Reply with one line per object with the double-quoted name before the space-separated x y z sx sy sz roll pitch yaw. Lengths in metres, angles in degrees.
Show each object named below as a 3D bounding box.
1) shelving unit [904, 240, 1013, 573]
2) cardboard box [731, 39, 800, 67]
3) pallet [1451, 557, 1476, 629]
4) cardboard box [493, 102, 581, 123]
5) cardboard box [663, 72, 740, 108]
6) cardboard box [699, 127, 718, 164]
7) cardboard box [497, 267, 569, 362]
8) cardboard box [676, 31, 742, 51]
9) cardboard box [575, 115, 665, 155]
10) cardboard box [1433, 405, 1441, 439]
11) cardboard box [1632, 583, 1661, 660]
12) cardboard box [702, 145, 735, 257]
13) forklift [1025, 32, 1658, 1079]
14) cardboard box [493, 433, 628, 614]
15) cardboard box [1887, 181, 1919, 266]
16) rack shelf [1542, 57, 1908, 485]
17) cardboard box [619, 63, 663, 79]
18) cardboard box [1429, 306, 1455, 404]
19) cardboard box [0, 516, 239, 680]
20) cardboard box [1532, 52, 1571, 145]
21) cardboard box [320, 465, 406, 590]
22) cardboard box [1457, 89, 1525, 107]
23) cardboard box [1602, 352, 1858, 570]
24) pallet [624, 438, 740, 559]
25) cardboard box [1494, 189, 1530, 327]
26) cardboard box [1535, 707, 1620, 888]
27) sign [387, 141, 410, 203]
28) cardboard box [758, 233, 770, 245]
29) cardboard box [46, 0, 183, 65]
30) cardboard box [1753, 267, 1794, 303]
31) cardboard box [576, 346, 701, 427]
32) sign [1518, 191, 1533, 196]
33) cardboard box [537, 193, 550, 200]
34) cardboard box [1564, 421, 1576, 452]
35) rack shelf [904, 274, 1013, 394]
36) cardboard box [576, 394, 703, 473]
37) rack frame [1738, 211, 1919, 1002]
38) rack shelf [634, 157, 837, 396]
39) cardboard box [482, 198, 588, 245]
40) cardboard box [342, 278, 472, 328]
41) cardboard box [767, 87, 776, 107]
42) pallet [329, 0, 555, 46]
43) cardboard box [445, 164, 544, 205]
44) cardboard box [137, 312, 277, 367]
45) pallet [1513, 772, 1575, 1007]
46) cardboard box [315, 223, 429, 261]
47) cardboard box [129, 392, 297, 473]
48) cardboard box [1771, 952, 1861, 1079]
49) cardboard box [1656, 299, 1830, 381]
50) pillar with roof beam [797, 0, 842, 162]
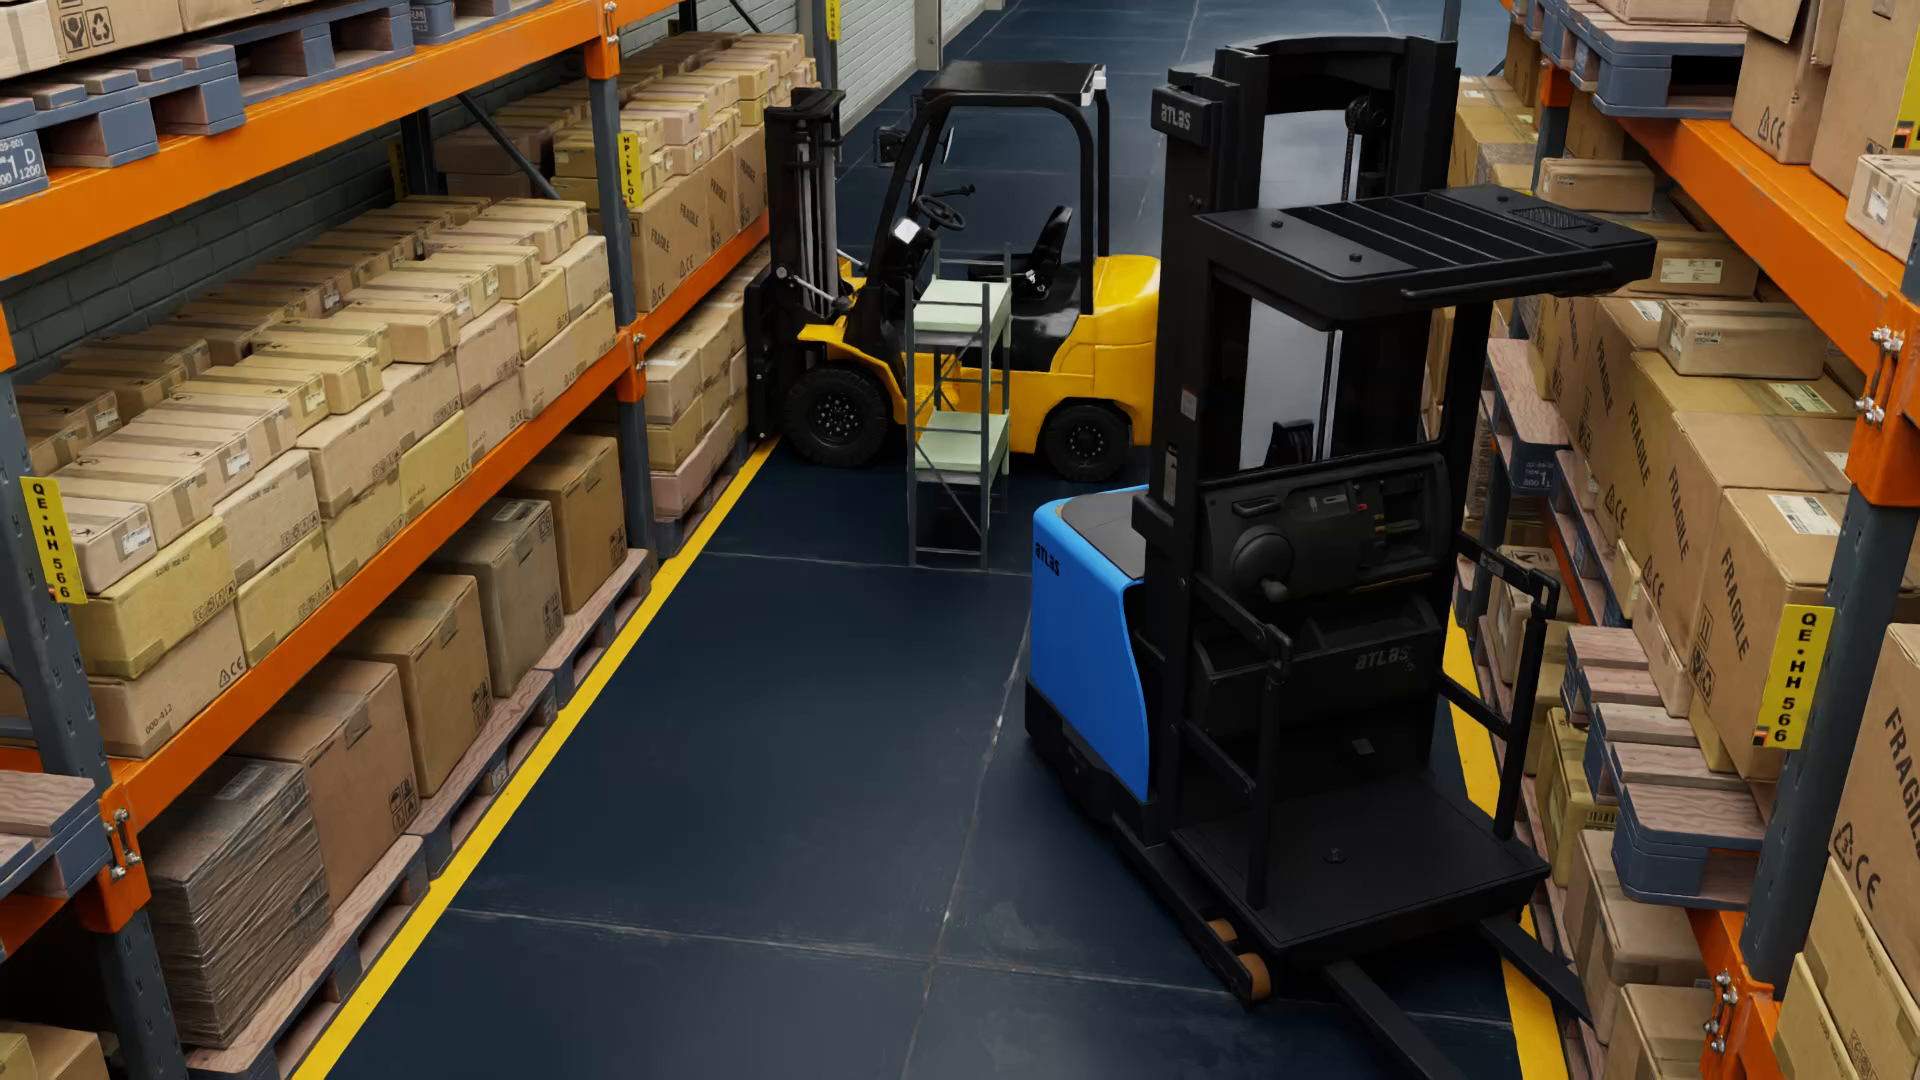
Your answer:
"shelving unit" 0.001 -0.682 8.438 0.431 1.500 0.755 4 25 9
"cardboard box" -1.235 -3.092 10.583 0.380 0.149 0.250 4 25 9
"pallet" 2.944 0.107 8.272 1.003 0.211 1.213 4 25 9
"cardboard box" -2.183 -2.166 8.604 0.380 0.149 0.250 4 25 7
"cardboard box" -1.470 -2.555 9.436 0.380 0.149 0.250 4 25 9
"cardboard box" -1.503 -2.096 8.806 0.380 0.149 0.250 4 25 8
"cardboard box" -1.933 -0.934 6.795 0.500 0.250 0.500 3 25 7
"cardboard box" -1.640 -3.236 10.891 0.380 0.149 0.250 4 25 8
"cardboard box" -1.697 -2.024 8.302 0.380 0.149 0.250 4 25 8
"cardboard box" 2.865 -0.519 9.068 0.500 0.250 0.500 4 25 9
"cardboard box" 2.055 0.240 4.499 0.380 0.149 0.250 3 25 6
"cardboard box" -1.548 -1.858 9.064 0.500 0.500 0.500 4 25 8
"forklift" 1.305 -0.004 5.301 1.130 2.935 3.031 -10 27 -20
"cardboard box" -2.103 -0.110 7.753 0.875 0.625 0.625 5 26 11
"cardboard box" 2.060 -0.590 3.231 0.380 0.149 0.250 4 25 9
"rack shelf" 2.542 -1.069 4.805 1.077 0.370 4.000 4 25 9
"cardboard box" -1.959 -2.700 9.746 0.380 0.149 0.250 3 25 7
"cardboard box" 2.944 -1.073 9.368 0.500 0.500 0.500 5 25 10
"cardboard box" -2.344 0.133 4.515 0.500 0.250 0.500 4 25 8
"cardboard box" 3.364 -2.319 8.517 0.700 0.500 0.500 4 25 8
"cardboard box" -2.204 -0.068 5.535 0.500 0.250 0.500 3 25 7
"cardboard box" 3.090 -2.330 9.720 0.500 0.500 0.500 5 26 10
"cardboard box" 2.170 -0.207 4.690 0.500 0.500 0.500 2 25 5
"pallet" -1.857 -0.281 9.102 1.003 0.211 1.213 4 25 9
"cardboard box" 2.696 -1.255 7.425 0.500 0.500 0.500 3 25 7
"cardboard box" 2.560 0.939 5.810 0.950 0.372 0.625 5 26 10
"sign" -2.576 -1.680 7.687 0.100 0.325 0.005 4 25 9
"cardboard box" -1.220 -1.857 10.748 0.500 0.250 0.500 4 25 9
"cardboard box" -2.323 -1.467 4.077 0.500 0.500 0.500 4 25 9
"cardboard box" 2.850 -0.611 5.552 0.500 0.500 0.500 5 26 10
"cardboard box" -1.640 -0.793 8.474 0.500 0.250 0.500 4 25 8
"sign" 2.332 -1.299 6.965 0.100 0.325 0.005 4 25 9
"cardboard box" -2.222 -1.467 8.227 0.500 0.500 0.500 4 25 8
"cardboard box" 2.363 -0.407 5.882 0.380 0.149 0.250 4 25 9
"rack shelf" 0.001 -1.036 8.273 0.431 0.370 0.720 4 25 9
"cardboard box" -1.645 -0.567 8.581 0.500 0.250 0.500 4 25 8
"rack frame" 2.212 0.800 3.502 0.949 2.616 0.053 4 25 9
"rack shelf" -1.702 -1.725 9.746 1.077 0.370 4.000 4 25 9
"cardboard box" -1.865 -1.395 7.310 0.380 0.149 0.250 5 26 10
"cardboard box" -2.045 -0.859 6.164 0.380 0.149 0.250 4 25 9
"cardboard box" -1.319 -2.631 9.950 0.380 0.149 0.250 3 25 7
"pallet" -2.160 -2.117 6.421 0.805 0.209 1.217 3 25 6
"cardboard box" -2.229 -1.706 7.973 0.380 0.149 0.250 4 25 8
"cardboard box" -2.597 -0.674 5.769 0.380 0.149 0.250 5 25 10
"pallet" 2.546 1.228 5.877 1.003 0.211 1.213 4 25 9
"cardboard box" -2.435 -1.209 6.911 0.380 0.149 0.250 4 25 8
"cardboard box" -2.250 -0.325 5.023 0.380 0.149 0.250 4 25 9
"cardboard box" 1.887 1.056 3.133 0.500 0.250 0.500 4 25 8
"cardboard box" 2.204 -0.567 4.694 0.380 0.149 0.250 3 25 6
"pillar with roof beam" 2.850 -7.587 14.344 9.100 9.000 0.400 4 25 9
